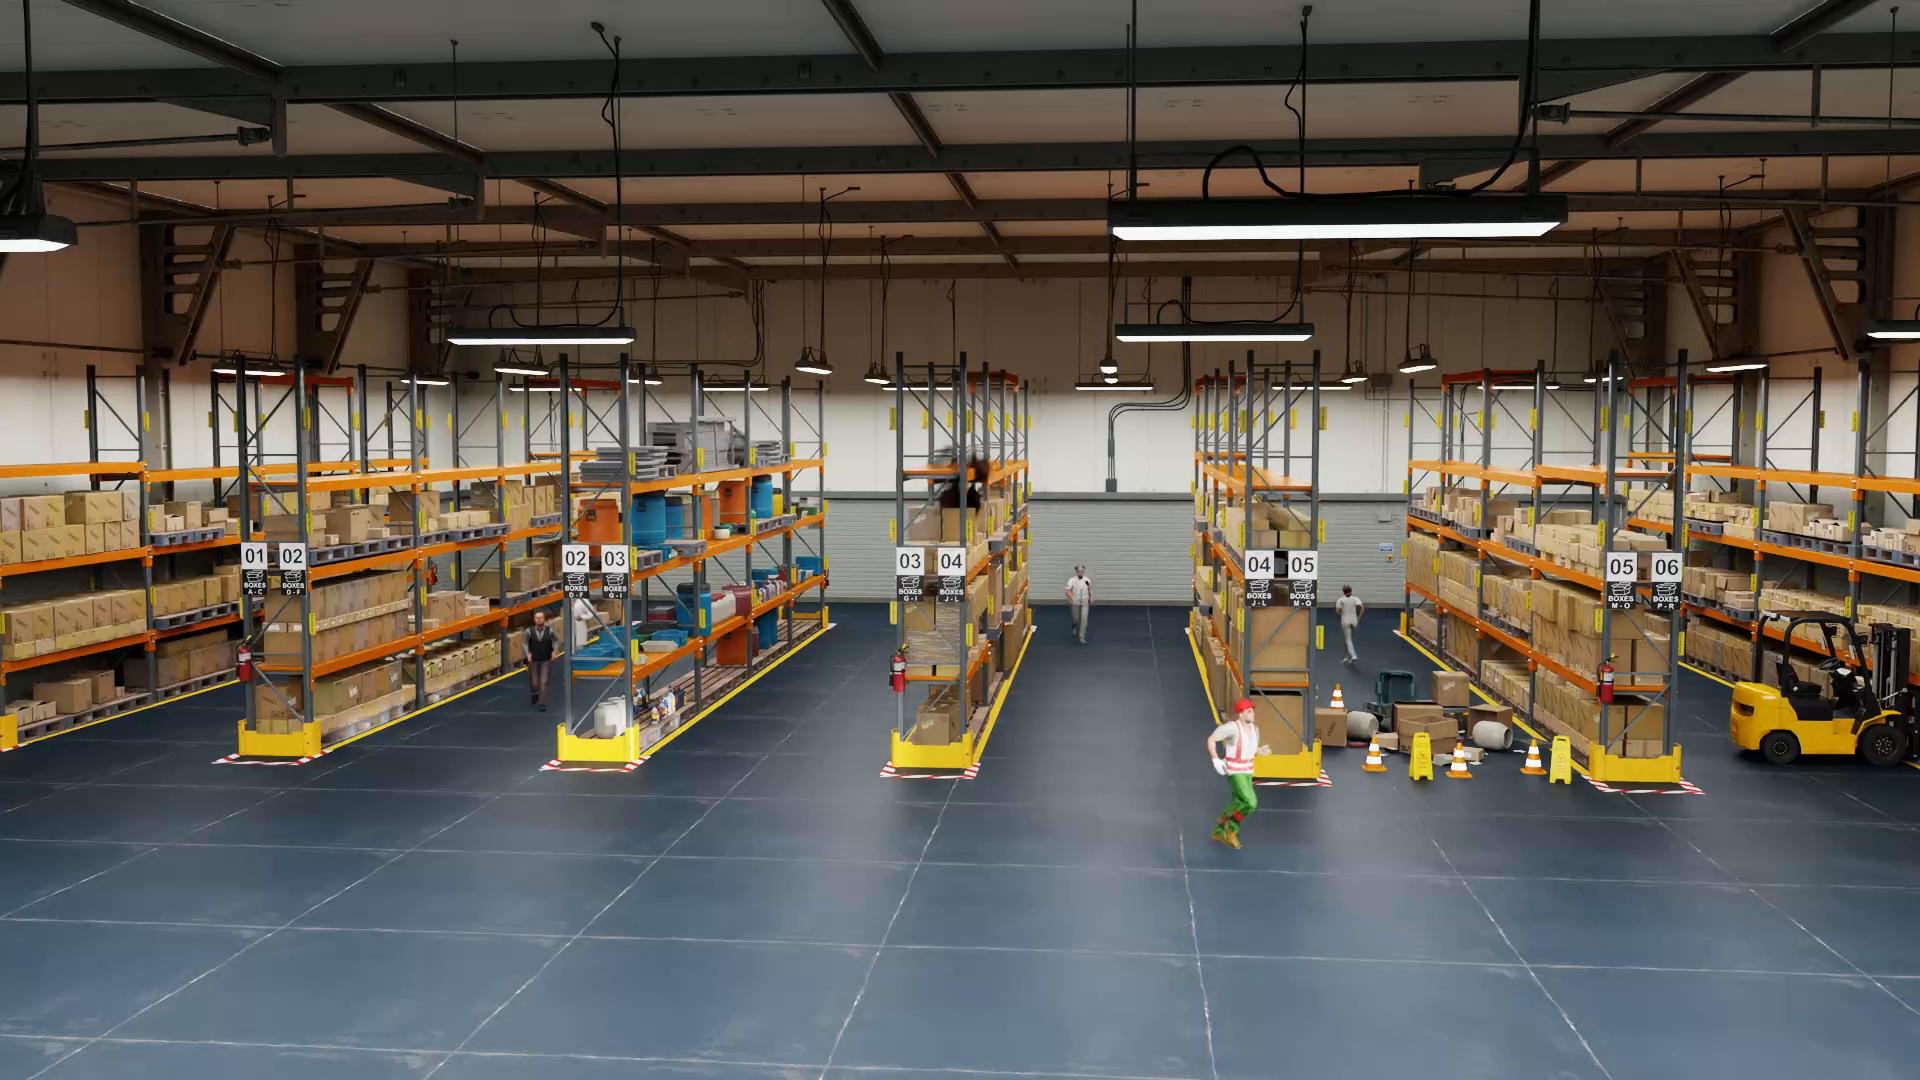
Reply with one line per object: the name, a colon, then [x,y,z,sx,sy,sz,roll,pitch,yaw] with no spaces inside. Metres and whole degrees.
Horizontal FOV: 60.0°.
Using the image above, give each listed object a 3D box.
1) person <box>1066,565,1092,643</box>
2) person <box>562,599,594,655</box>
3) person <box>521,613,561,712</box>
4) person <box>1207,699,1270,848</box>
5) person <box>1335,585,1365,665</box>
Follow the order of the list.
person: [2.728,1.446,37.982,0.642,1.770,0.860,0,4,-6]
person: [-7.453,1.813,32.354,0.686,1.804,0.987,0,4,2]
person: [-7.294,2.106,28.969,0.683,1.704,0.659,-1,4,-13]
person: [3.278,2.731,19.465,0.647,1.751,0.735,-4,6,-44]
person: [7.966,1.768,33.971,0.579,1.662,0.993,0,4,-2]
